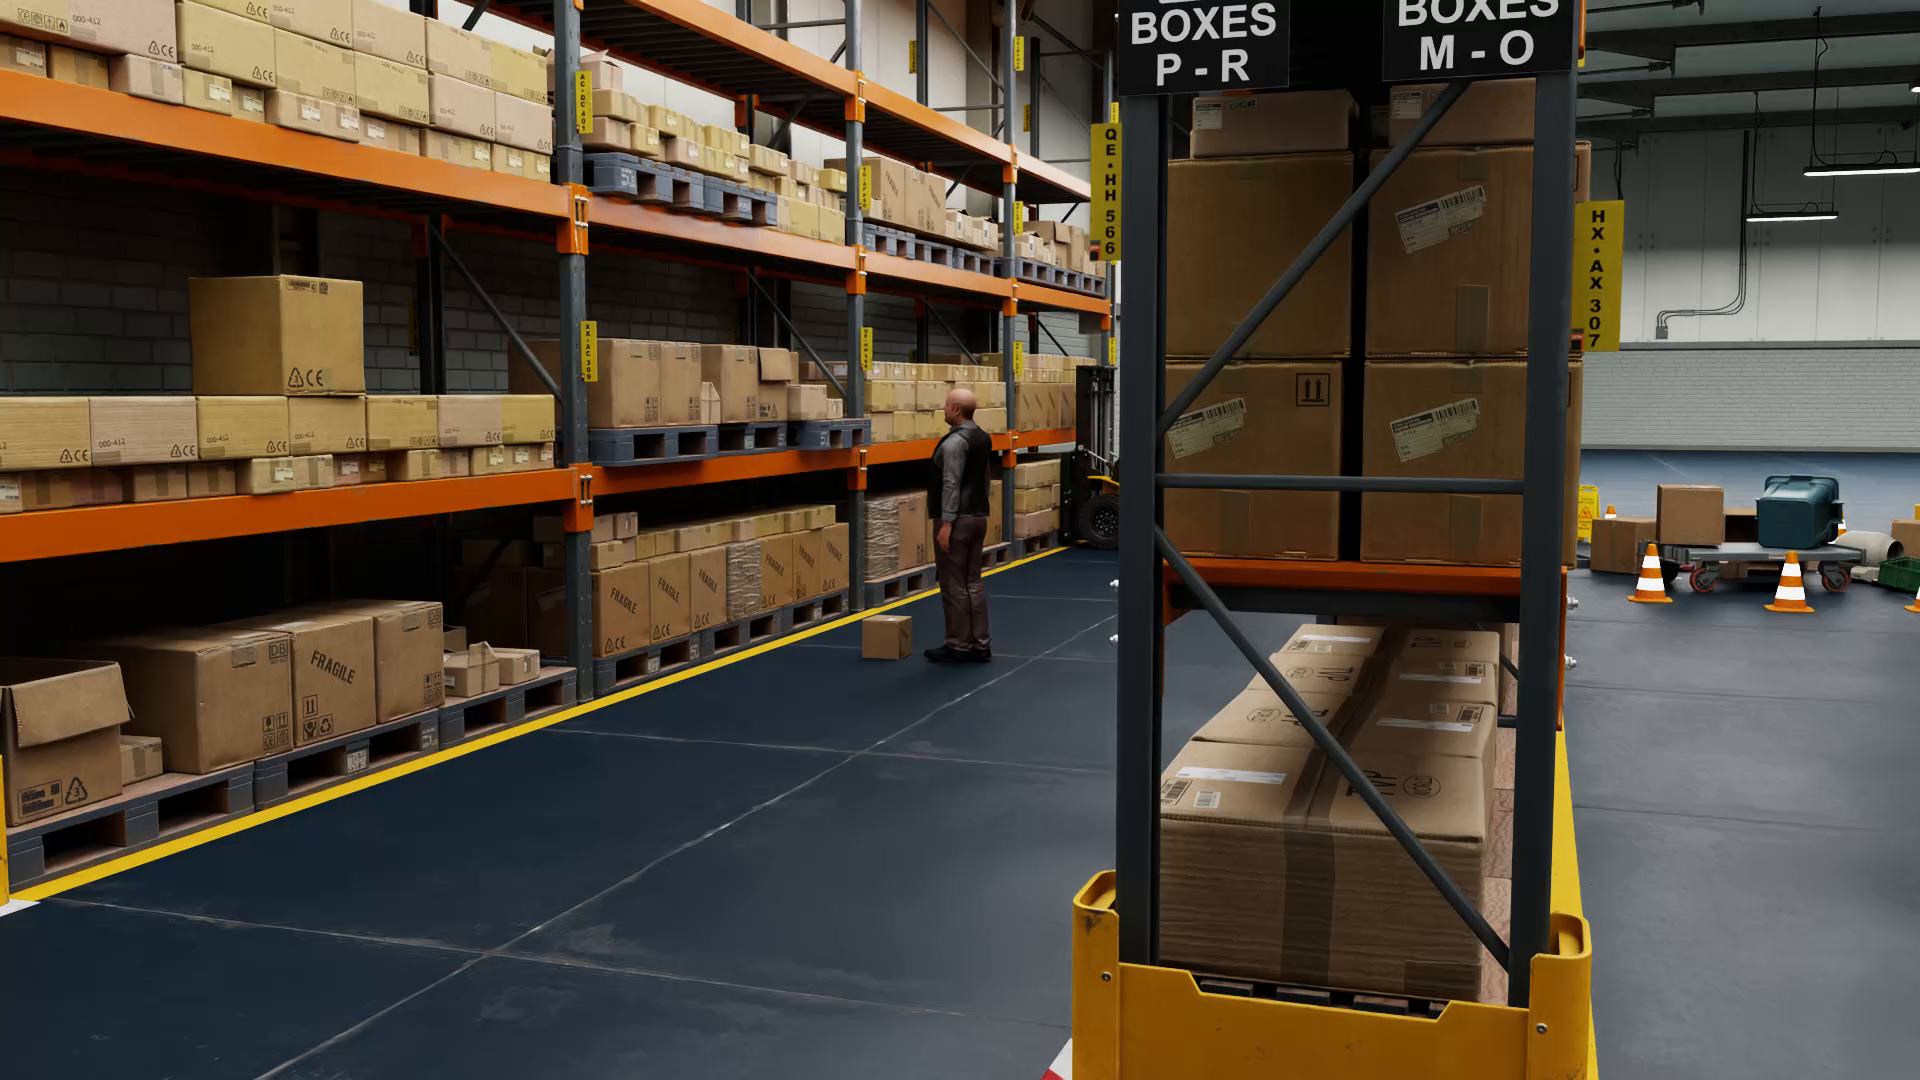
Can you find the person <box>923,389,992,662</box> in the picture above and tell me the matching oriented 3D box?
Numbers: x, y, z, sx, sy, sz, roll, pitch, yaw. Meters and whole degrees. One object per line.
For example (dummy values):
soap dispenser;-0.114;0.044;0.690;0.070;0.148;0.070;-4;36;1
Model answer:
person;0.000;-0.058;10.584;0.409;1.639;0.566;3;6;28
